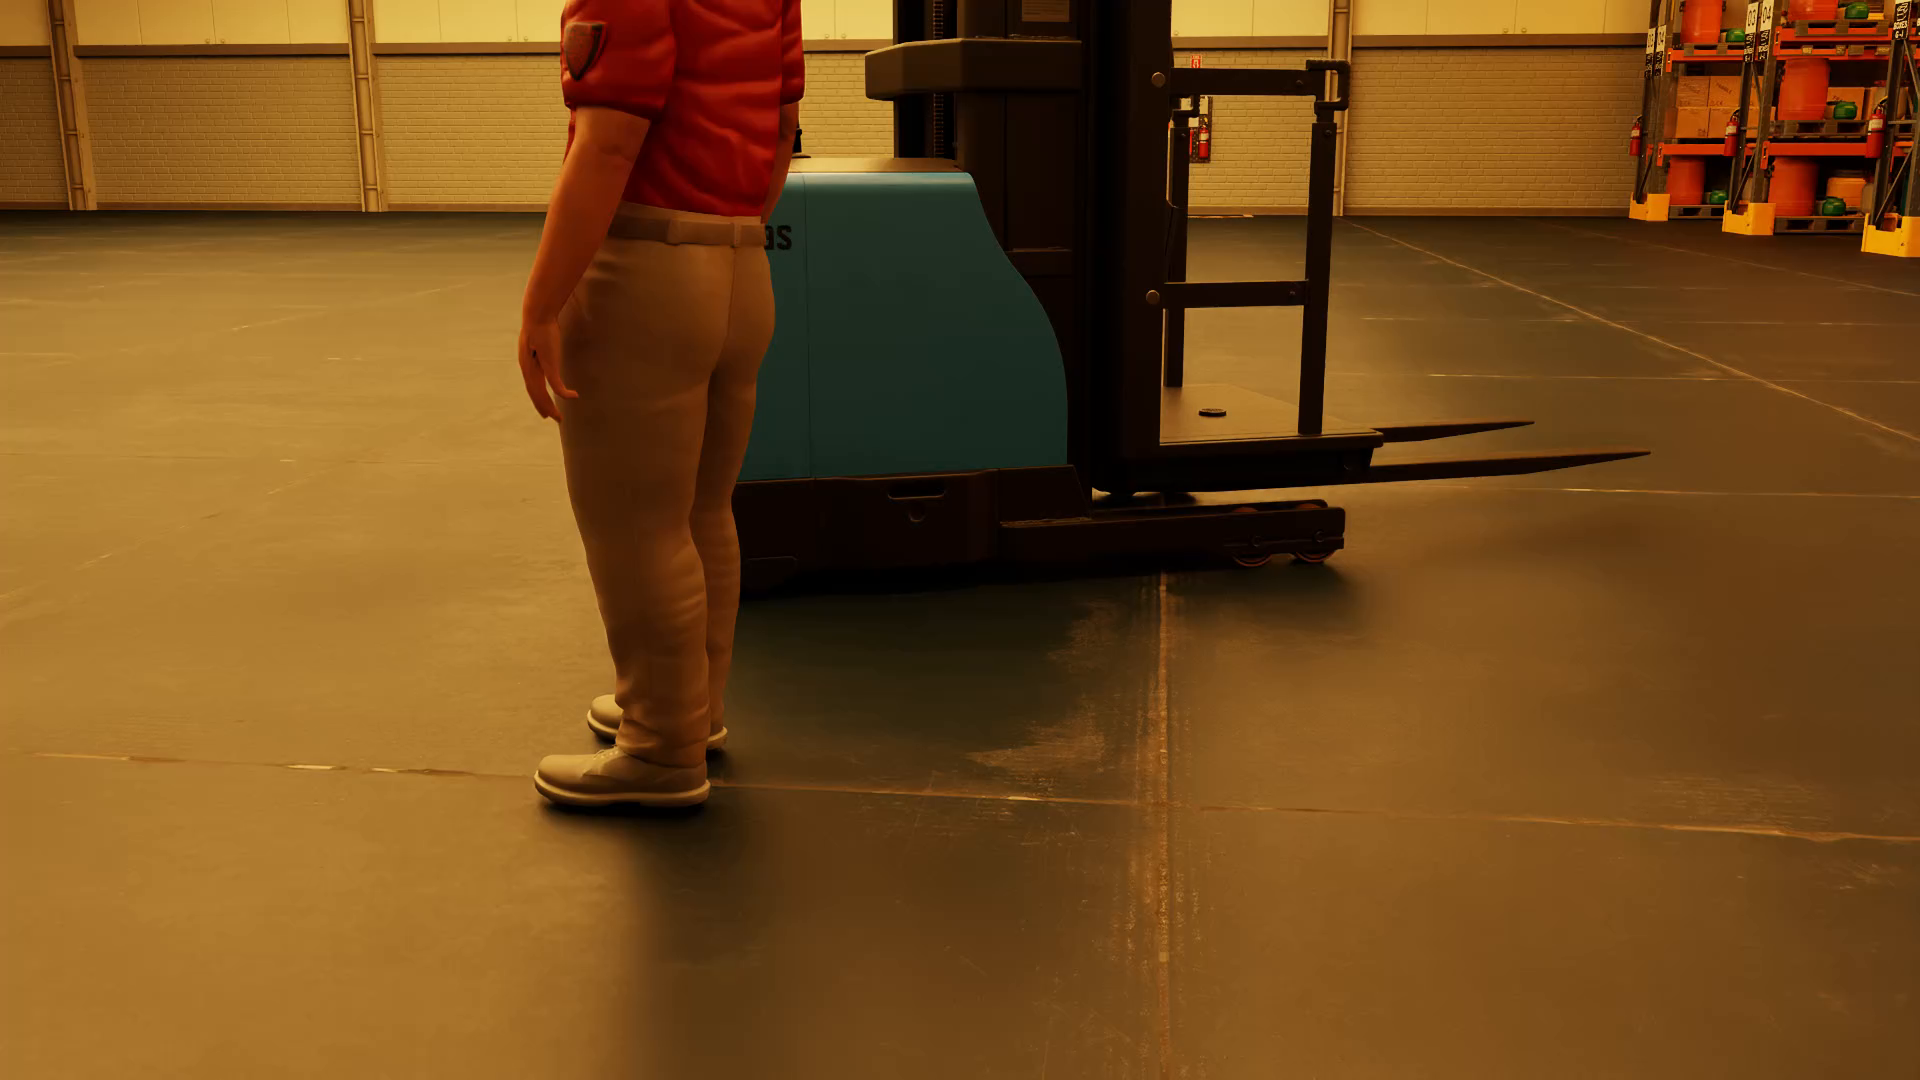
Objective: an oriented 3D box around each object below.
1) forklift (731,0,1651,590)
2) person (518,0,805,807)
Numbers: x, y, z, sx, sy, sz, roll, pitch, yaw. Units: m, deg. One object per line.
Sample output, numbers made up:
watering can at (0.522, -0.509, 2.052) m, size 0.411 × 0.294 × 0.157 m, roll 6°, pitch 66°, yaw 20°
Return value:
forklift at (0.587, -1.464, 4.770) m, size 3.031 × 2.935 × 1.130 m, roll -4°, pitch 14°, yaw -15°
person at (-0.579, -0.394, 2.806) m, size 0.551 × 1.727 × 0.640 m, roll 5°, pitch 14°, yaw 21°
